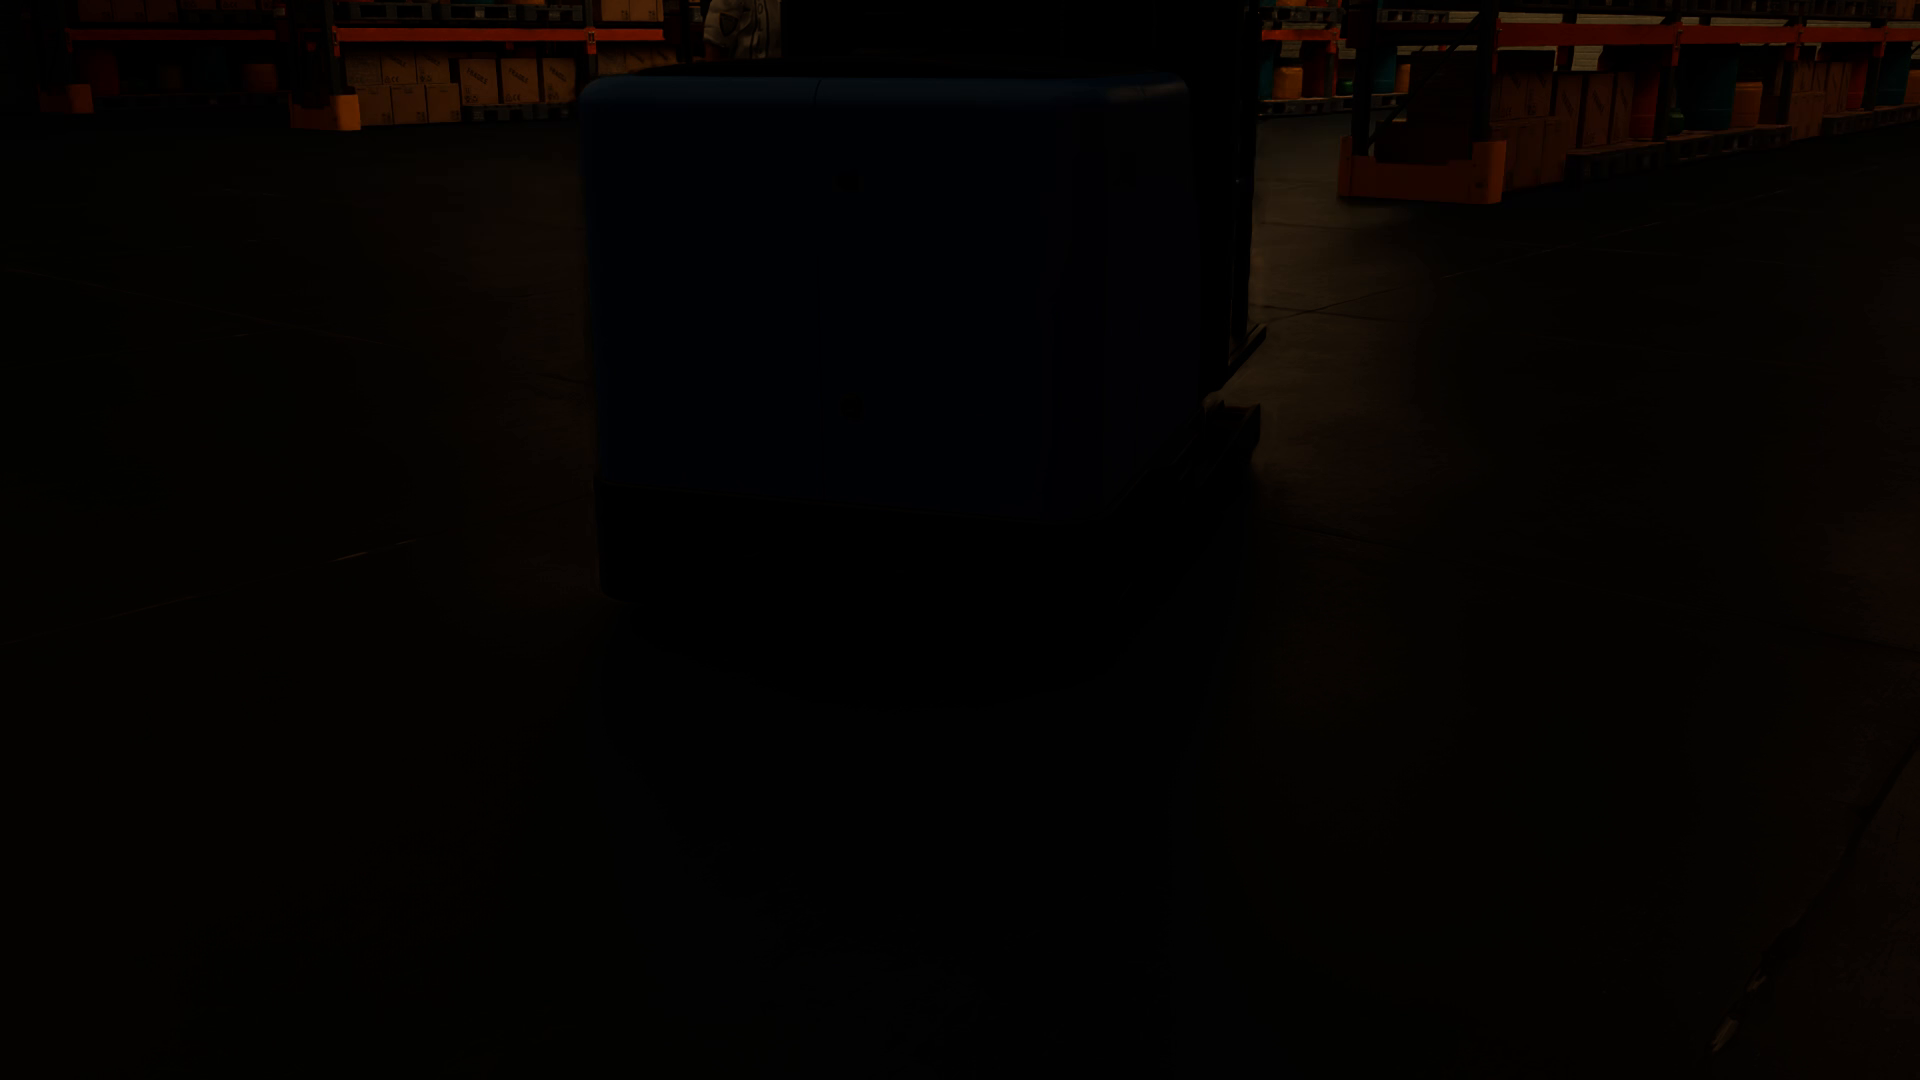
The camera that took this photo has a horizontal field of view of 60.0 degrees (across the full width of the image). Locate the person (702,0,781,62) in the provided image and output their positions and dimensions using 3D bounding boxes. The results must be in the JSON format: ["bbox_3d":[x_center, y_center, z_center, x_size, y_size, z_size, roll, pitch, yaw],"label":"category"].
[{"bbox_3d":[-0.713,-1.689,6.720,0.769,1.626,0.400,-15,23,-41],"label":"person"}]

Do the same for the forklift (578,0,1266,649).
[{"bbox_3d":[0.211,-1.591,4.138,1.130,2.935,3.031,5,18,17],"label":"forklift"}]
